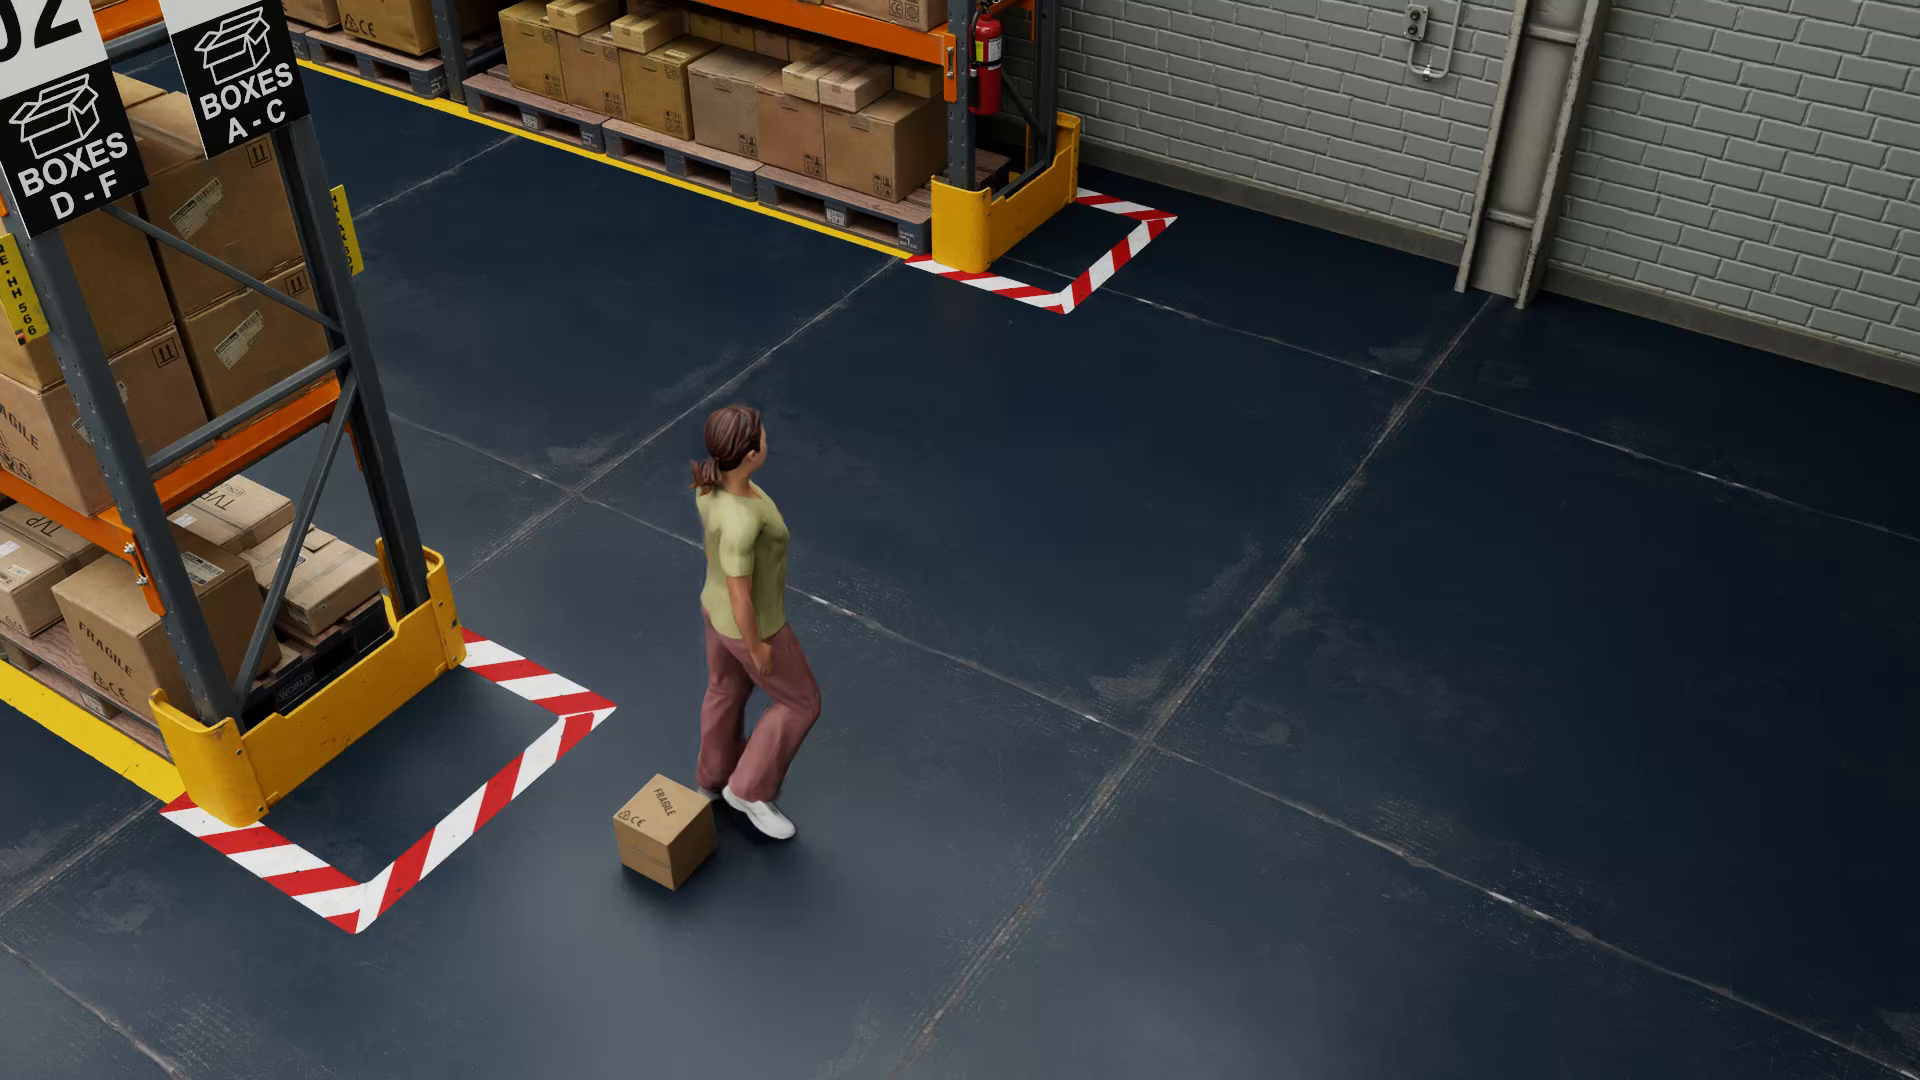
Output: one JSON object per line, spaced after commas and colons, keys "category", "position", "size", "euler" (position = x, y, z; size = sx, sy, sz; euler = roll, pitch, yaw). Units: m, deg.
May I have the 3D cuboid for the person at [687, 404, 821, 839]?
{"category": "person", "position": [-0.755, 0.290, 5.755], "size": [0.447, 1.661, 0.576], "euler": [-16, 41, -19]}
